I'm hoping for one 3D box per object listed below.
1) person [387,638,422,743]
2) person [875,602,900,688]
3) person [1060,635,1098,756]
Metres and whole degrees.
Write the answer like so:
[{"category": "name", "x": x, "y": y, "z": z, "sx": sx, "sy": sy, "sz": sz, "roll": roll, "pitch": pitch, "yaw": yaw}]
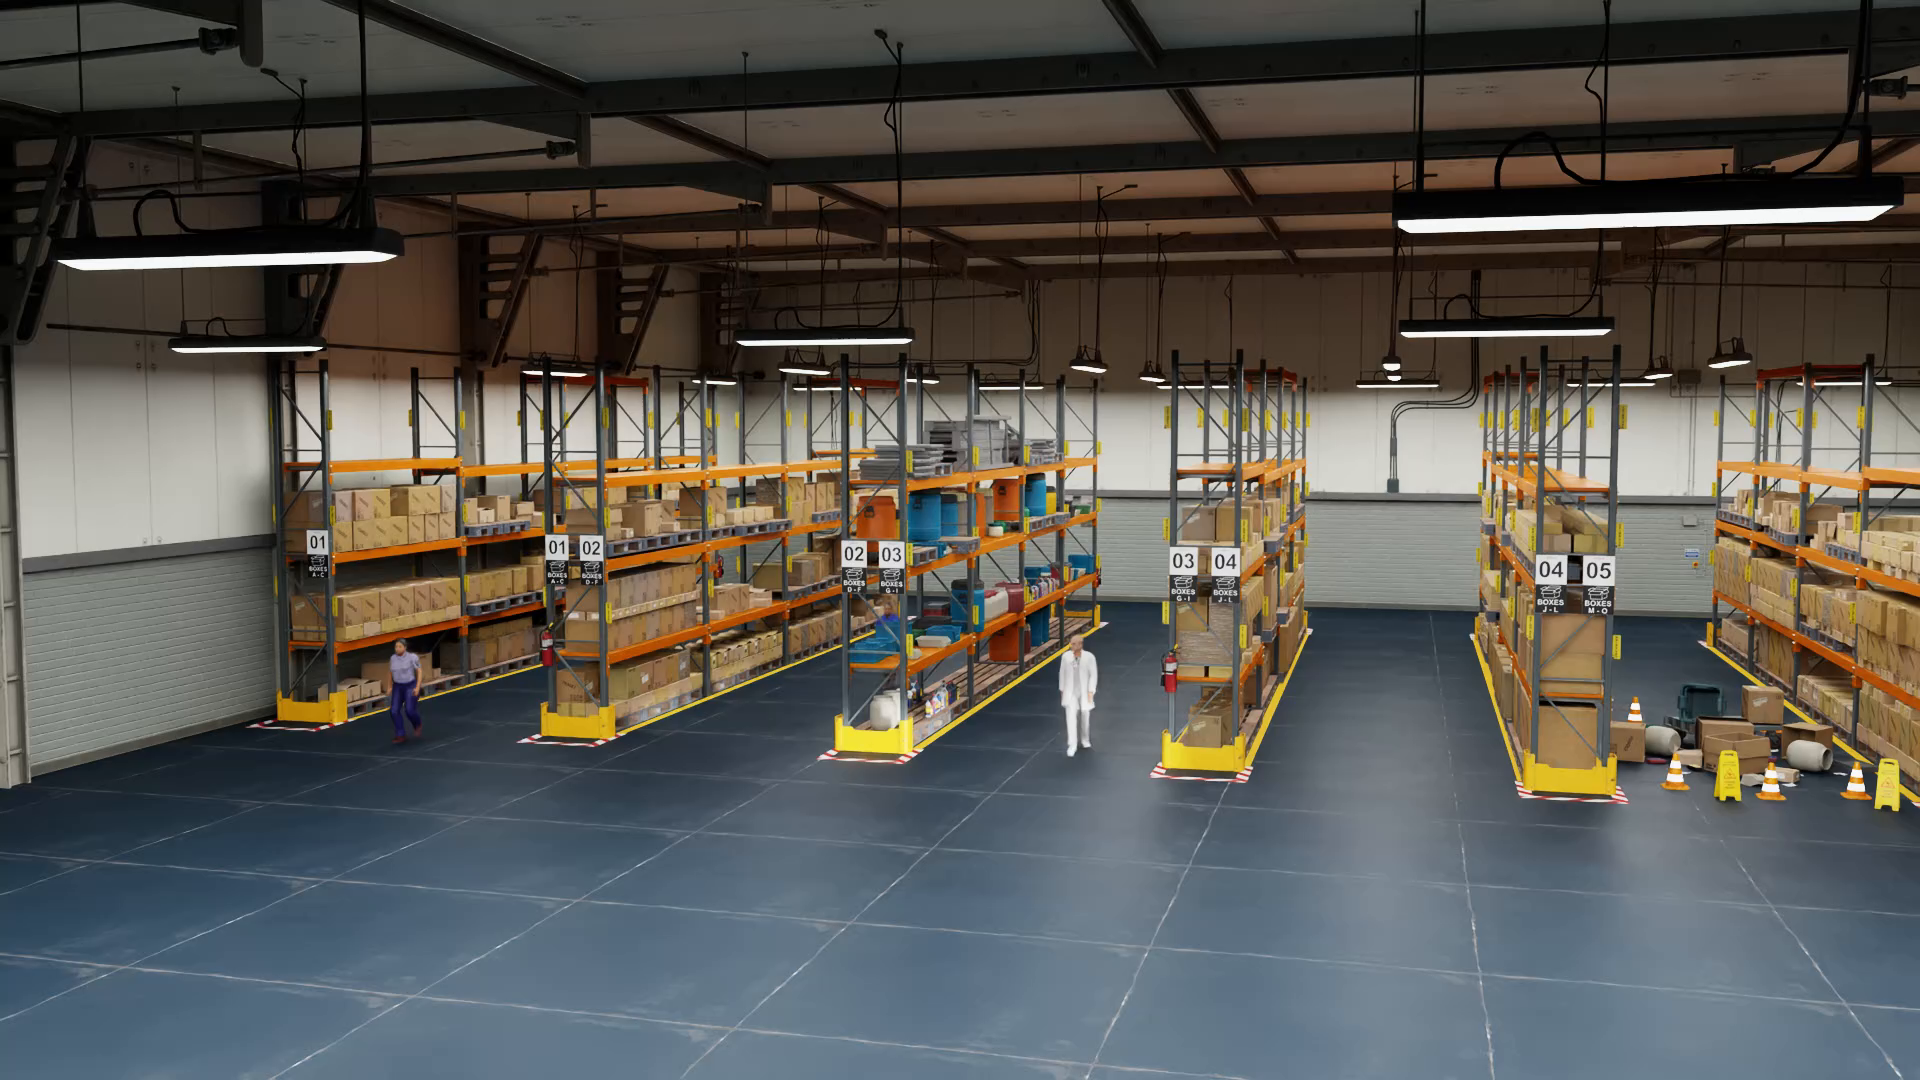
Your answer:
[{"category": "person", "x": -8.649, "y": 2.345, "z": 25.996, "sx": 0.563, "sy": 1.610, "sz": 0.558, "roll": 1, "pitch": 4, "yaw": 13}, {"category": "person", "x": -1.316, "y": 1.962, "z": 31.253, "sx": 0.538, "sy": 1.622, "sz": 0.547, "roll": 1, "pitch": 4, "yaw": 7}, {"category": "person", "x": 1.772, "y": 2.305, "z": 25.038, "sx": 0.607, "sy": 1.744, "sz": 0.997, "roll": 1, "pitch": 4, "yaw": 11}]
